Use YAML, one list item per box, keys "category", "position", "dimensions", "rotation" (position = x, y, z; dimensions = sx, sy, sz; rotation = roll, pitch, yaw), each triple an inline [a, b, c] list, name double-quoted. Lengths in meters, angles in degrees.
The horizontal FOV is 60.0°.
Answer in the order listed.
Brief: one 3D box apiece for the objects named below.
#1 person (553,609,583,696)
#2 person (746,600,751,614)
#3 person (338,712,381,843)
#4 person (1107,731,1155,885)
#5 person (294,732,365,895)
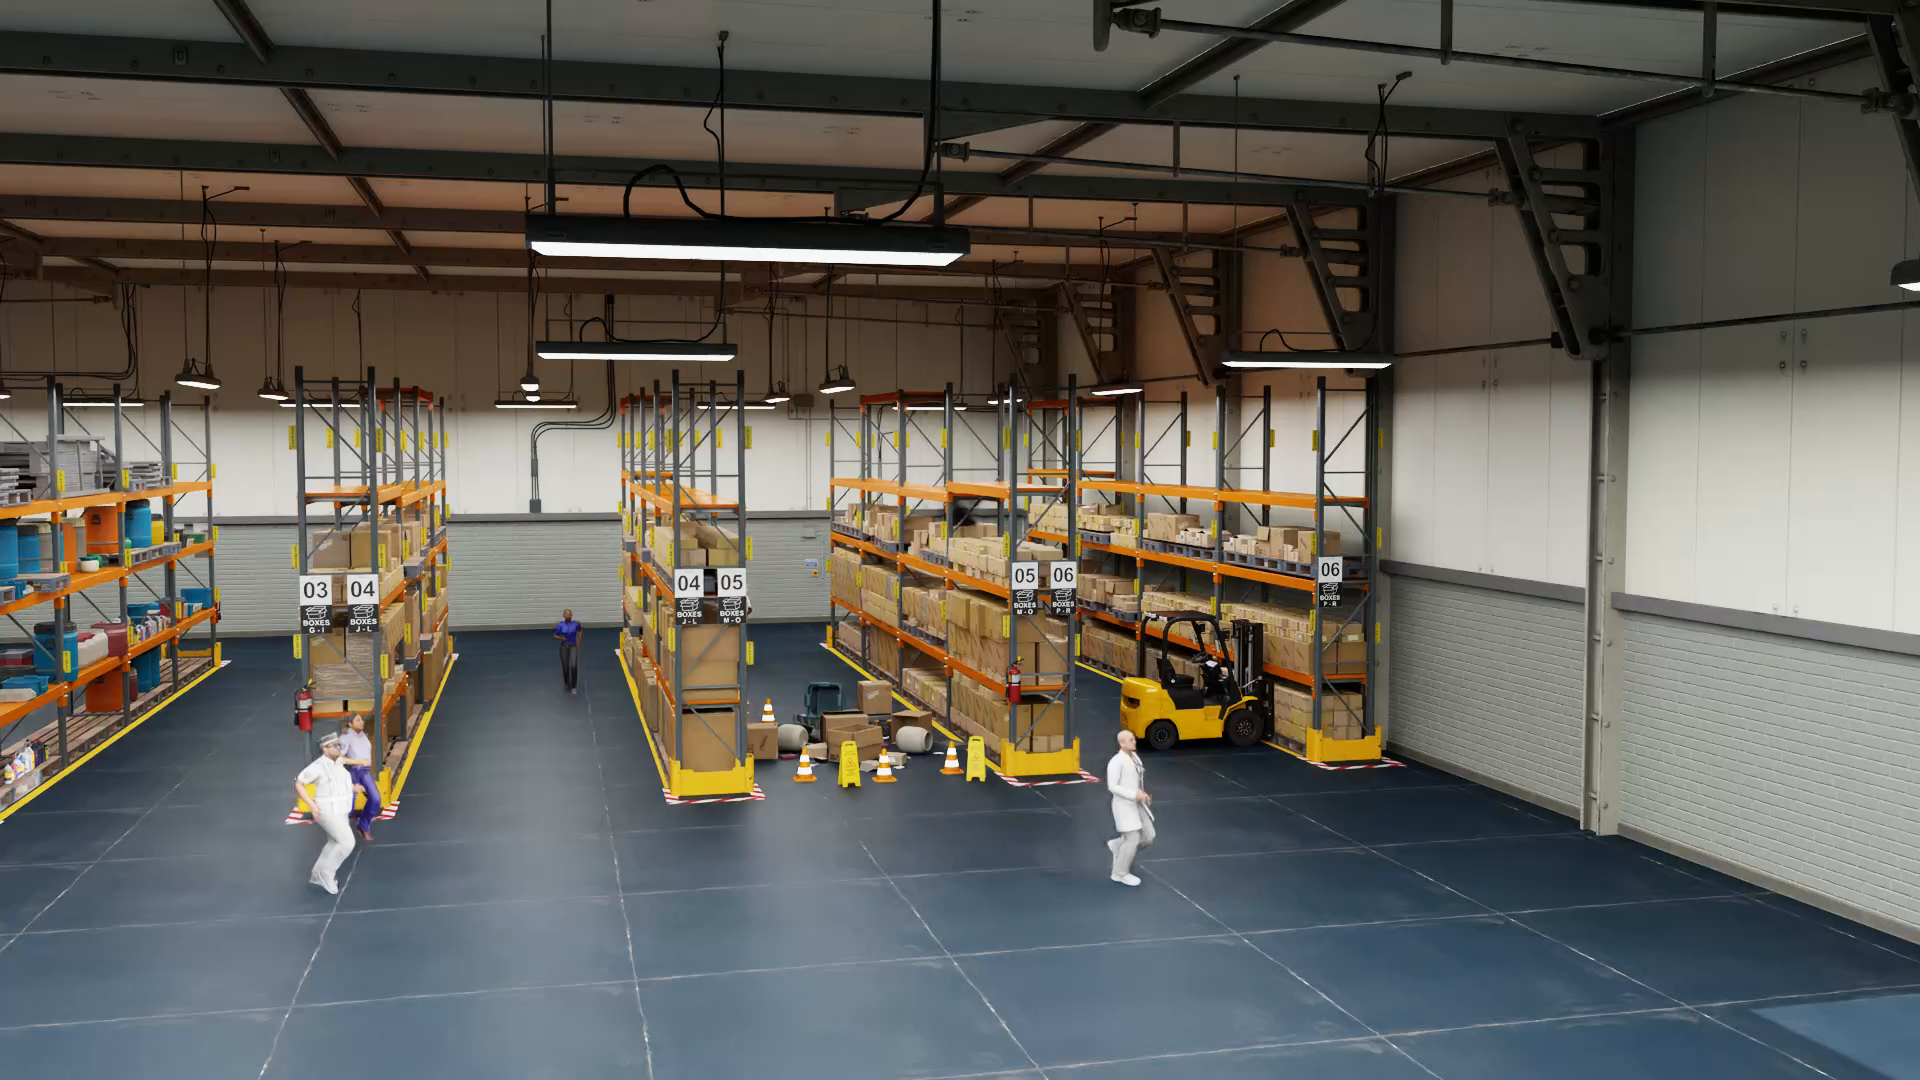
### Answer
- category: "person"
  position: [-7.761, 2.217, 32.945]
  dimensions: [0.567, 1.719, 0.766]
  rotation: [-1, 3, -12]
- category: "person"
  position: [-5.145, 1.860, 38.172]
  dimensions: [0.706, 1.728, 0.575]
  rotation: [-1, 4, -21]
- category: "person"
  position: [-7.502, 2.976, 20.643]
  dimensions: [0.694, 1.667, 0.599]
  rotation: [2, 4, 25]
- category: "person"
  position: [1.916, 3.018, 18.787]
  dimensions: [0.633, 1.736, 0.707]
  rotation: [2, 4, 33]
- category: "person"
  position: [-6.931, 3.025, 18.446]
  dimensions: [0.702, 1.788, 0.637]
  rotation: [1, 3, 8]
